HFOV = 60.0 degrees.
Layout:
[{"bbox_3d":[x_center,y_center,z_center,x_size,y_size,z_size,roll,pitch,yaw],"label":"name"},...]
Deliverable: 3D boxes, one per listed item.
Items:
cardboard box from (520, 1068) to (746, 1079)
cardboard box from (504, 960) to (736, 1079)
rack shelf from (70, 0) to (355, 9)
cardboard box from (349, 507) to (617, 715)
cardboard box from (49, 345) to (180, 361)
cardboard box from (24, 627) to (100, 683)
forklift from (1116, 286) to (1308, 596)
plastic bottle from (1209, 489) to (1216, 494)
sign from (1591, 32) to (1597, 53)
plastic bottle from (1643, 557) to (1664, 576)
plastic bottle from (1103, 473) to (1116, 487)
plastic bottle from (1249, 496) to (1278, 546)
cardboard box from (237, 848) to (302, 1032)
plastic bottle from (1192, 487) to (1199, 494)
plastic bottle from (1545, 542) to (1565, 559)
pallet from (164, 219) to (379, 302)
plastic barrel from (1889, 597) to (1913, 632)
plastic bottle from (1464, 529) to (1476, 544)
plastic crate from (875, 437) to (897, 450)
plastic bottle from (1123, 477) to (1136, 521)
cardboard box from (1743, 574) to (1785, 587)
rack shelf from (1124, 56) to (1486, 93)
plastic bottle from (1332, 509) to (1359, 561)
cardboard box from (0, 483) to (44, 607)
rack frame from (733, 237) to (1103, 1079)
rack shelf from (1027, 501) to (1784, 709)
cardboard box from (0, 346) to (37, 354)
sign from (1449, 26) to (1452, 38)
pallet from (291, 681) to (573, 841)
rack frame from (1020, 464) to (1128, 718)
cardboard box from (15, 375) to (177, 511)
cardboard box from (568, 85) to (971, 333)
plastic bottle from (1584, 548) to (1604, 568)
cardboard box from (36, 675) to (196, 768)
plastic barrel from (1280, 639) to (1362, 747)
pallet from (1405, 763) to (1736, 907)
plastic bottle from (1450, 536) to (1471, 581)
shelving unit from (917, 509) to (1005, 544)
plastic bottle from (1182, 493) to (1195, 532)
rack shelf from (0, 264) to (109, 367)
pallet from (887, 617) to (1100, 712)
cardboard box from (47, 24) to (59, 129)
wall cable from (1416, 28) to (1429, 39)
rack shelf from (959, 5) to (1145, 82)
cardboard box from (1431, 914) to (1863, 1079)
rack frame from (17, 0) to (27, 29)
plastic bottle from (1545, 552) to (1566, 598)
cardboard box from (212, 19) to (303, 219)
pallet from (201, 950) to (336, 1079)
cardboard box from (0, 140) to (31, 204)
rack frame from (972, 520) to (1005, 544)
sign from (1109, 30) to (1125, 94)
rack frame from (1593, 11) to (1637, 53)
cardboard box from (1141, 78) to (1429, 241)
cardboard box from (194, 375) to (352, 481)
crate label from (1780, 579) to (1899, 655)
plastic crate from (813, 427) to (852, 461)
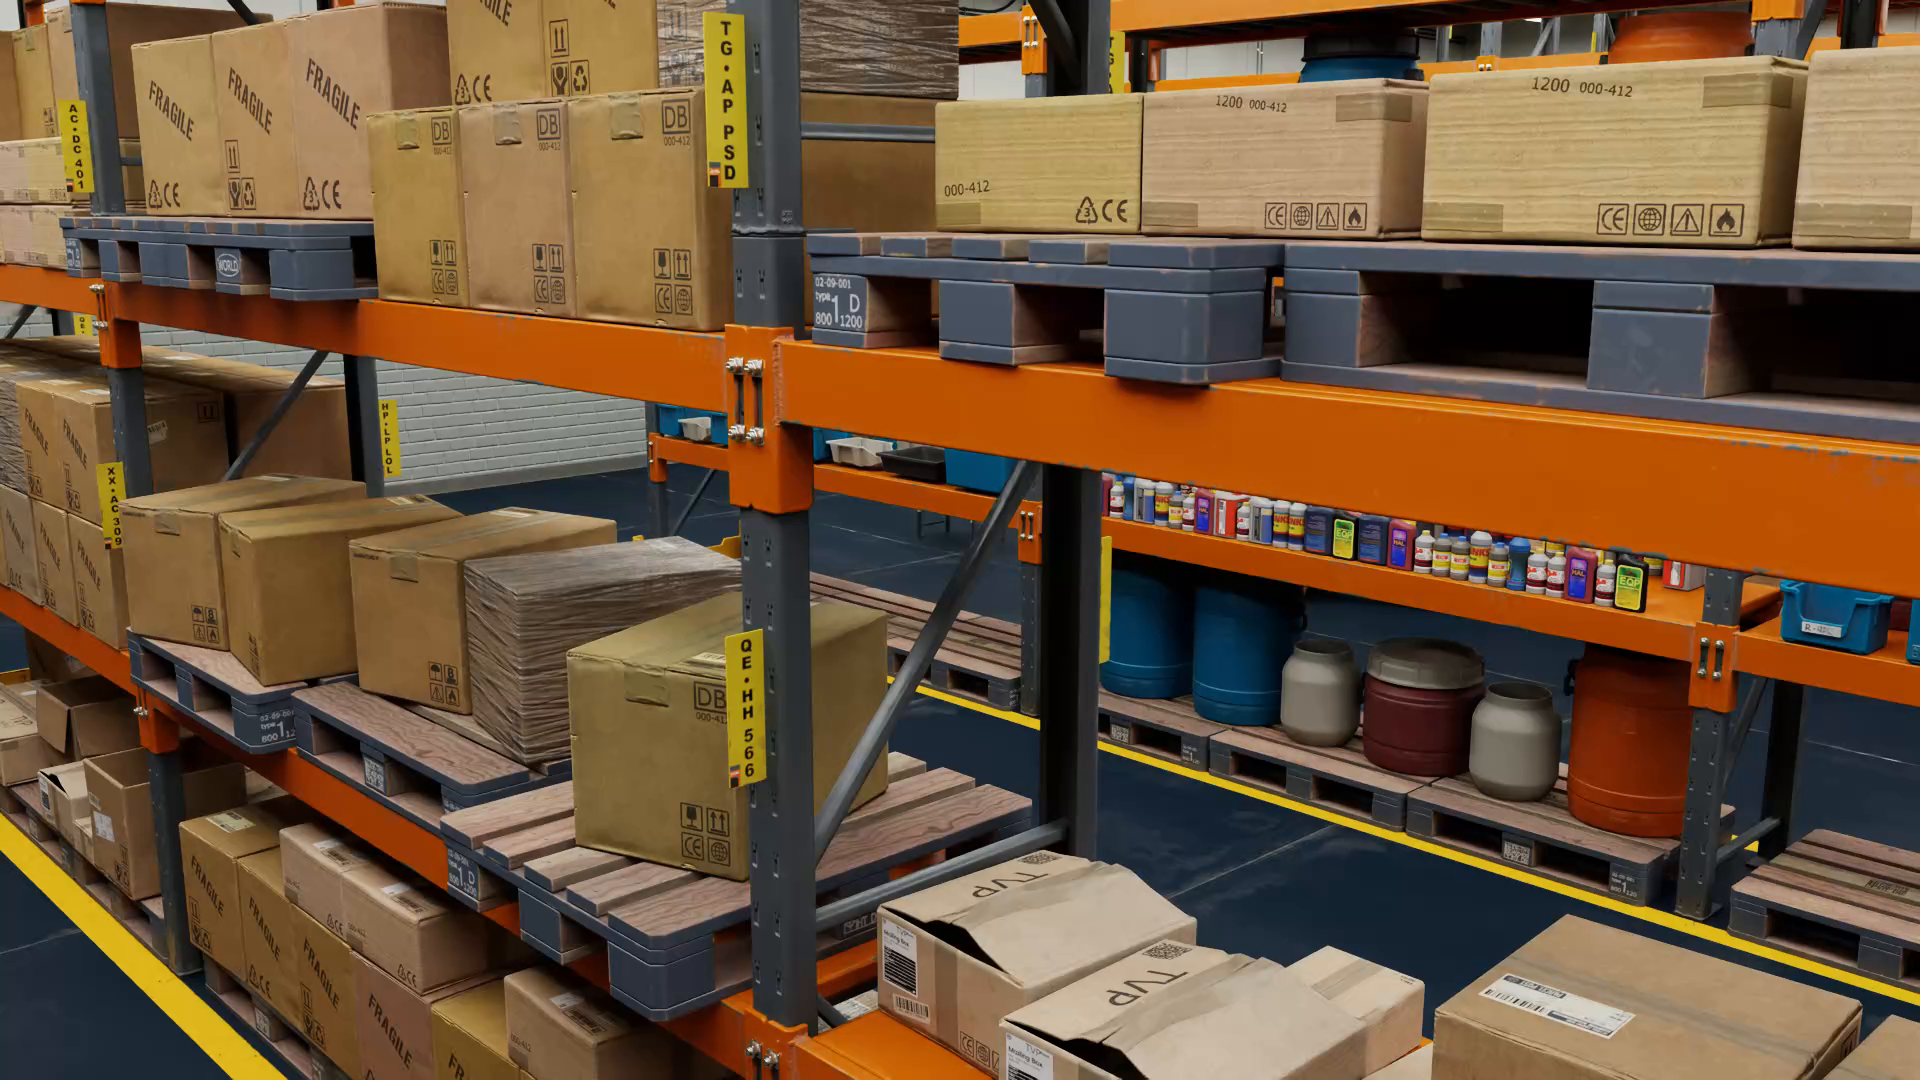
[{"bbox_3d":[-0.870,1.706,4.640,0.500,0.500,0.500,-10,15,-40],"label":"cardboard box"},{"bbox_3d":[-0.912,1.331,4.601,0.500,0.250,0.500,-10,15,-40],"label":"cardboard box"},{"bbox_3d":[-1.436,-1.881,4.852,1.077,0.370,4.000,-11,16,-43],"label":"rack shelf"},{"bbox_3d":[-1.552,0.212,5.499,0.500,0.500,0.700,7,14,31],"label":"cardboard box"},{"bbox_3d":[-4.362,-0.730,8.633,0.500,0.500,0.500,-10,16,-41],"label":"cardboard box"},{"bbox_3d":[-5.025,0.687,9.584,0.500,0.500,0.500,-11,16,-43],"label":"cardboard box"},{"bbox_3d":[2.645,-1.085,13.254,3.031,2.935,1.130,7,14,32],"label":"forklift"},{"bbox_3d":[1.535,-0.340,9.587,0.144,0.351,0.185,-11,16,-43],"label":"plastic bottle"},{"bbox_3d":[8.350,-6.524,21.909,0.100,0.325,0.005,-11,16,-43],"label":"sign"},{"bbox_3d":[3.338,0.066,7.991,0.097,0.201,0.097,0,12,0],"label":"plastic bottle"},{"bbox_3d":[0.805,-0.346,9.617,0.144,0.351,0.185,-11,16,-43],"label":"plastic bottle"},{"bbox_3d":[1.612,-0.122,8.716,0.152,0.276,0.135,-11,16,-43],"label":"plastic bottle"},{"bbox_3d":[-2.283,1.407,6.092,0.500,0.500,0.500,-11,16,-42],"label":"cardboard box"},{"bbox_3d":[1.422,-0.322,9.870,0.097,0.201,0.097,0,12,0],"label":"plastic bottle"},{"bbox_3d":[2.994,-0.007,8.344,0.097,0.201,0.097,0,12,0],"label":"plastic bottle"},{"bbox_3d":[-1.699,-0.904,5.236,1.213,0.211,1.003,-11,16,-43],"label":"pallet"},{"bbox_3d":[4.070,0.070,7.138,0.600,0.536,0.708,-11,16,-43],"label":"plastic barrel"},{"bbox_3d":[2.701,-0.115,8.662,0.061,0.283,0.133,-11,16,-43],"label":"plastic bottle"},{"bbox_3d":[-0.390,-0.740,11.672,0.416,0.233,0.300,-11,16,-43],"label":"plastic crate"},{"bbox_3d":[0.965,-0.248,9.341,0.097,0.271,0.097,0,12,0],"label":"plastic bottle"},{"bbox_3d":[6.041,0.021,11.937,1.225,0.875,0.875,-11,16,-42],"label":"cardboard box"},{"bbox_3d":[2.969,-3.845,14.384,1.077,0.370,4.000,-11,16,-43],"label":"rack shelf"},{"bbox_3d":[1.934,-0.044,8.321,0.061,0.283,0.133,-11,16,-43],"label":"plastic bottle"},{"bbox_3d":[-4.061,-0.019,7.659,0.500,0.500,0.500,-10,16,-41],"label":"cardboard box"},{"bbox_3d":[-0.054,0.801,3.928,1.000,3.000,0.127,-11,16,-43],"label":"rack frame"},{"bbox_3d":[2.149,0.172,8.765,1.077,0.370,4.000,-11,16,-43],"label":"rack shelf"},{"bbox_3d":[-5.097,-0.728,8.626,0.500,0.500,0.500,-11,16,-42],"label":"cardboard box"},{"bbox_3d":[5.661,-5.970,19.221,0.100,0.325,0.005,-11,16,-43],"label":"sign"},{"bbox_3d":[-1.401,0.612,5.322,1.003,0.211,1.213,-11,16,-43],"label":"pallet"},{"bbox_3d":[0.768,-0.472,10.109,1.000,3.000,0.127,-11,16,-43],"label":"rack frame"},{"bbox_3d":[-3.709,-0.433,7.195,0.500,0.500,0.500,-11,16,-44],"label":"cardboard box"},{"bbox_3d":[-0.380,-0.776,3.902,0.910,0.500,0.500,-11,16,-43],"label":"cardboard box"},{"bbox_3d":[3.069,0.053,8.051,0.097,0.201,0.097,0,12,0],"label":"plastic bottle"},{"bbox_3d":[-4.118,0.951,8.296,0.797,0.503,0.637,-11,16,-43],"label":"cardboard box"},{"bbox_3d":[1.946,0.820,8.959,0.421,0.512,0.421,0,12,0],"label":"plastic barrel"},{"bbox_3d":[2.956,1.368,8.087,1.003,0.211,1.213,-11,16,-43],"label":"pallet"},{"bbox_3d":[2.381,0.085,7.896,0.097,0.201,0.097,0,12,0],"label":"plastic bottle"},{"bbox_3d":[0.005,-0.734,15.094,0.431,1.500,0.755,-11,16,-43],"label":"shelving unit"},{"bbox_3d":[1.260,-0.152,9.046,0.097,0.201,0.097,0,12,0],"label":"plastic bottle"},{"bbox_3d":[-4.198,-1.191,7.948,1.077,0.370,4.000,-11,16,-43],"label":"rack shelf"},{"bbox_3d":[0.232,0.791,10.885,1.003,0.211,1.213,-11,16,-43],"label":"pallet"},{"bbox_3d":[-3.423,-1.949,7.117,0.700,0.500,0.500,-11,16,-43],"label":"cardboard box"},{"bbox_3d":[7.210,-7.362,28.590,2.988,3.039,0.133,-11,16,-43],"label":"wall cable"},{"bbox_3d":[-0.613,-3.154,11.034,1.077,0.370,4.000,-11,16,-43],"label":"rack shelf"},{"bbox_3d":[1.116,0.995,2.740,0.500,0.500,0.500,11,16,42],"label":"cardboard box"},{"bbox_3d":[-5.579,-3.305,8.990,1.000,3.000,0.127,-11,16,-43],"label":"rack frame"},{"bbox_3d":[2.717,0.156,7.551,0.097,0.201,0.097,0,12,0],"label":"plastic bottle"},{"bbox_3d":[-2.044,-1.377,5.532,0.600,0.600,0.600,-11,16,-43],"label":"cardboard box"},{"bbox_3d":[-2.228,1.697,6.492,1.003,0.211,1.213,-11,16,-43],"label":"pallet"},{"bbox_3d":[-3.692,-1.530,6.941,0.500,0.250,0.500,-11,16,-43],"label":"cardboard box"},{"bbox_3d":[0.257,-0.680,14.835,0.400,1.500,0.023,-11,16,-43],"label":"rack frame"},{"bbox_3d":[0.353,-1.036,3.935,0.100,0.325,0.005,-11,16,-43],"label":"sign"},{"bbox_3d":[8.756,-6.066,22.390,1.000,3.000,0.127,-11,16,-43],"label":"rack frame"},{"bbox_3d":[0.675,-0.668,2.956,0.500,0.250,0.500,-10,16,-41],"label":"cardboard box"},{"bbox_3d":[-2.939,-0.429,7.175,0.500,0.500,0.500,-10,16,-41],"label":"cardboard box"},{"bbox_3d":[3.551,0.307,6.741,0.303,0.233,0.416,-11,16,-43],"label":"crate label"},{"bbox_3d":[-0.945,-0.686,11.411,0.416,0.233,0.300,-11,16,-43],"label":"plastic crate"}]
